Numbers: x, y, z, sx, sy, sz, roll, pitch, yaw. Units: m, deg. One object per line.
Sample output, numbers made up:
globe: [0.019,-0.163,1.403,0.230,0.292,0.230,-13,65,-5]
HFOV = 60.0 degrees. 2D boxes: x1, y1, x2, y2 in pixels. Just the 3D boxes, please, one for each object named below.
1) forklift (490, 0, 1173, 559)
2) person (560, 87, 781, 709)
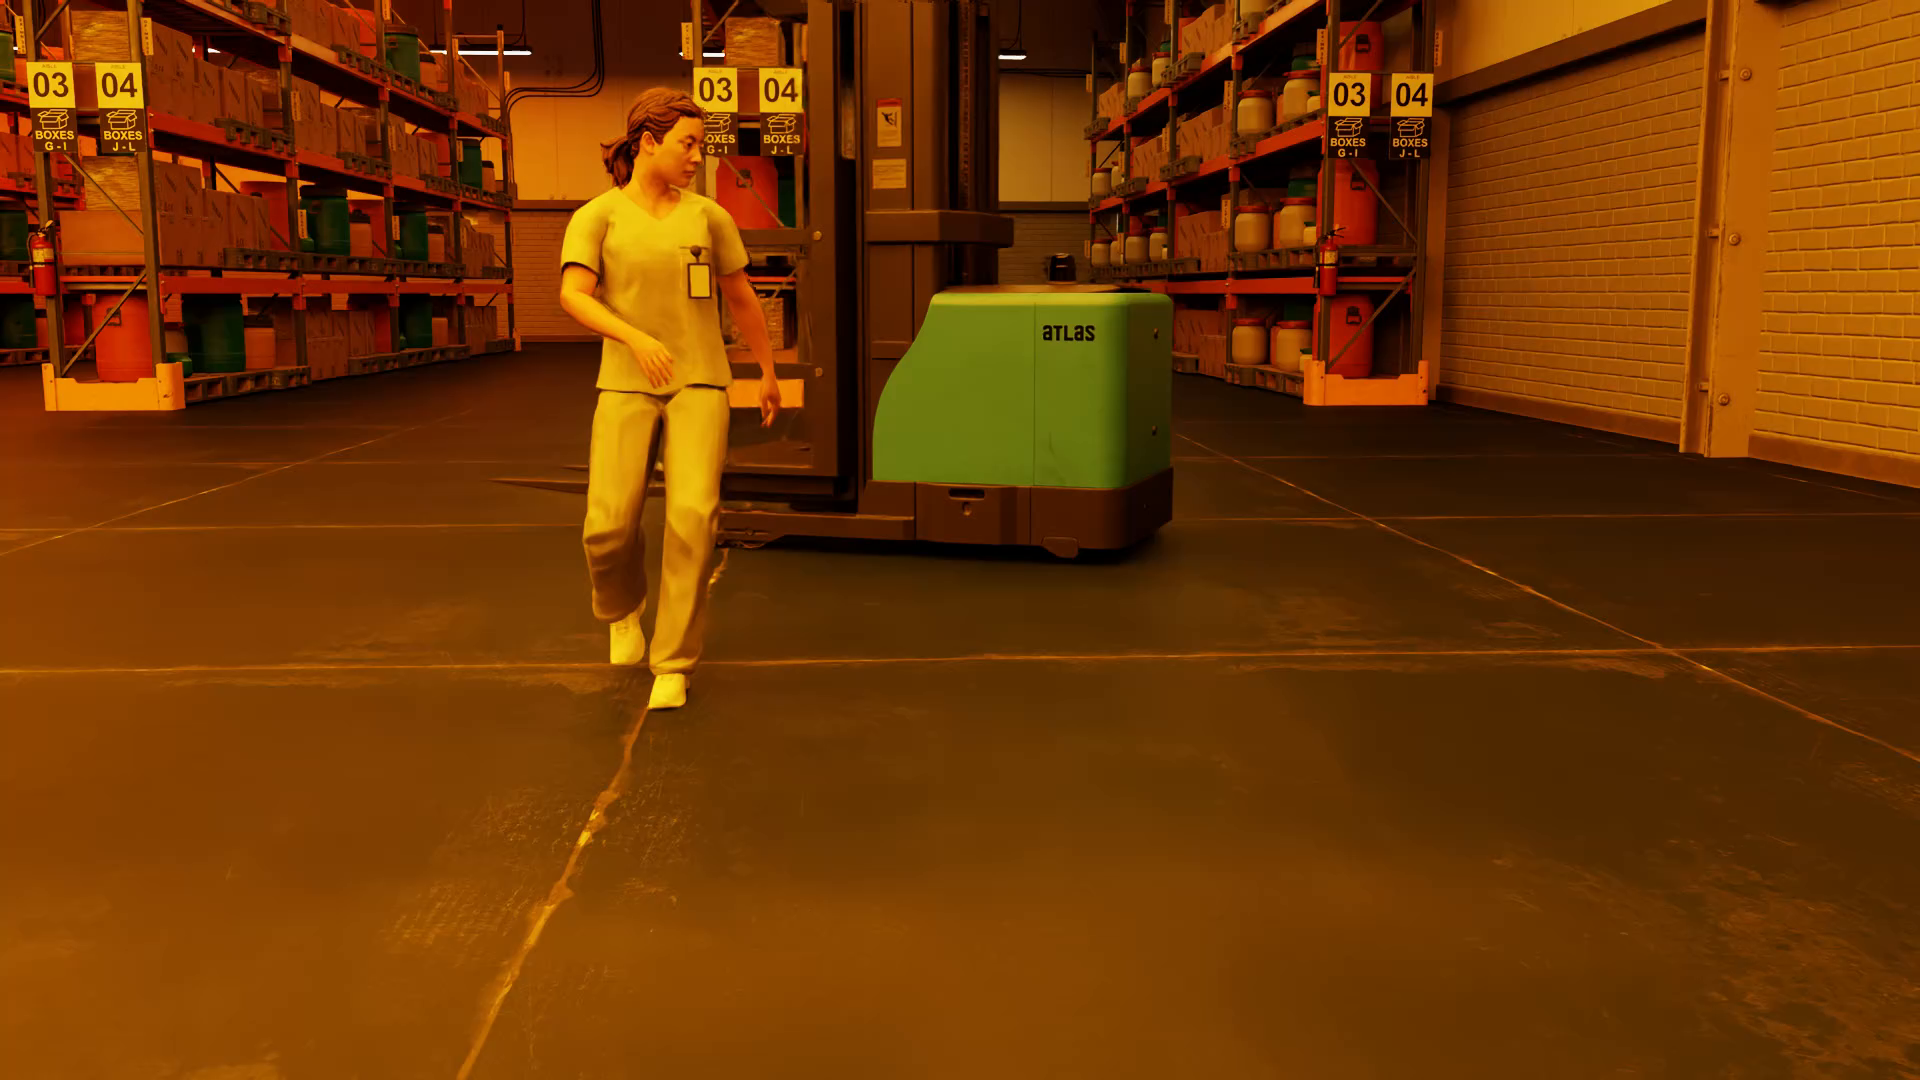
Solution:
forklift: [-0.625,-1.481,7.304,3.031,2.935,1.130,3,9,19]
person: [-0.767,-0.395,4.494,0.586,1.621,0.606,-1,9,-9]
